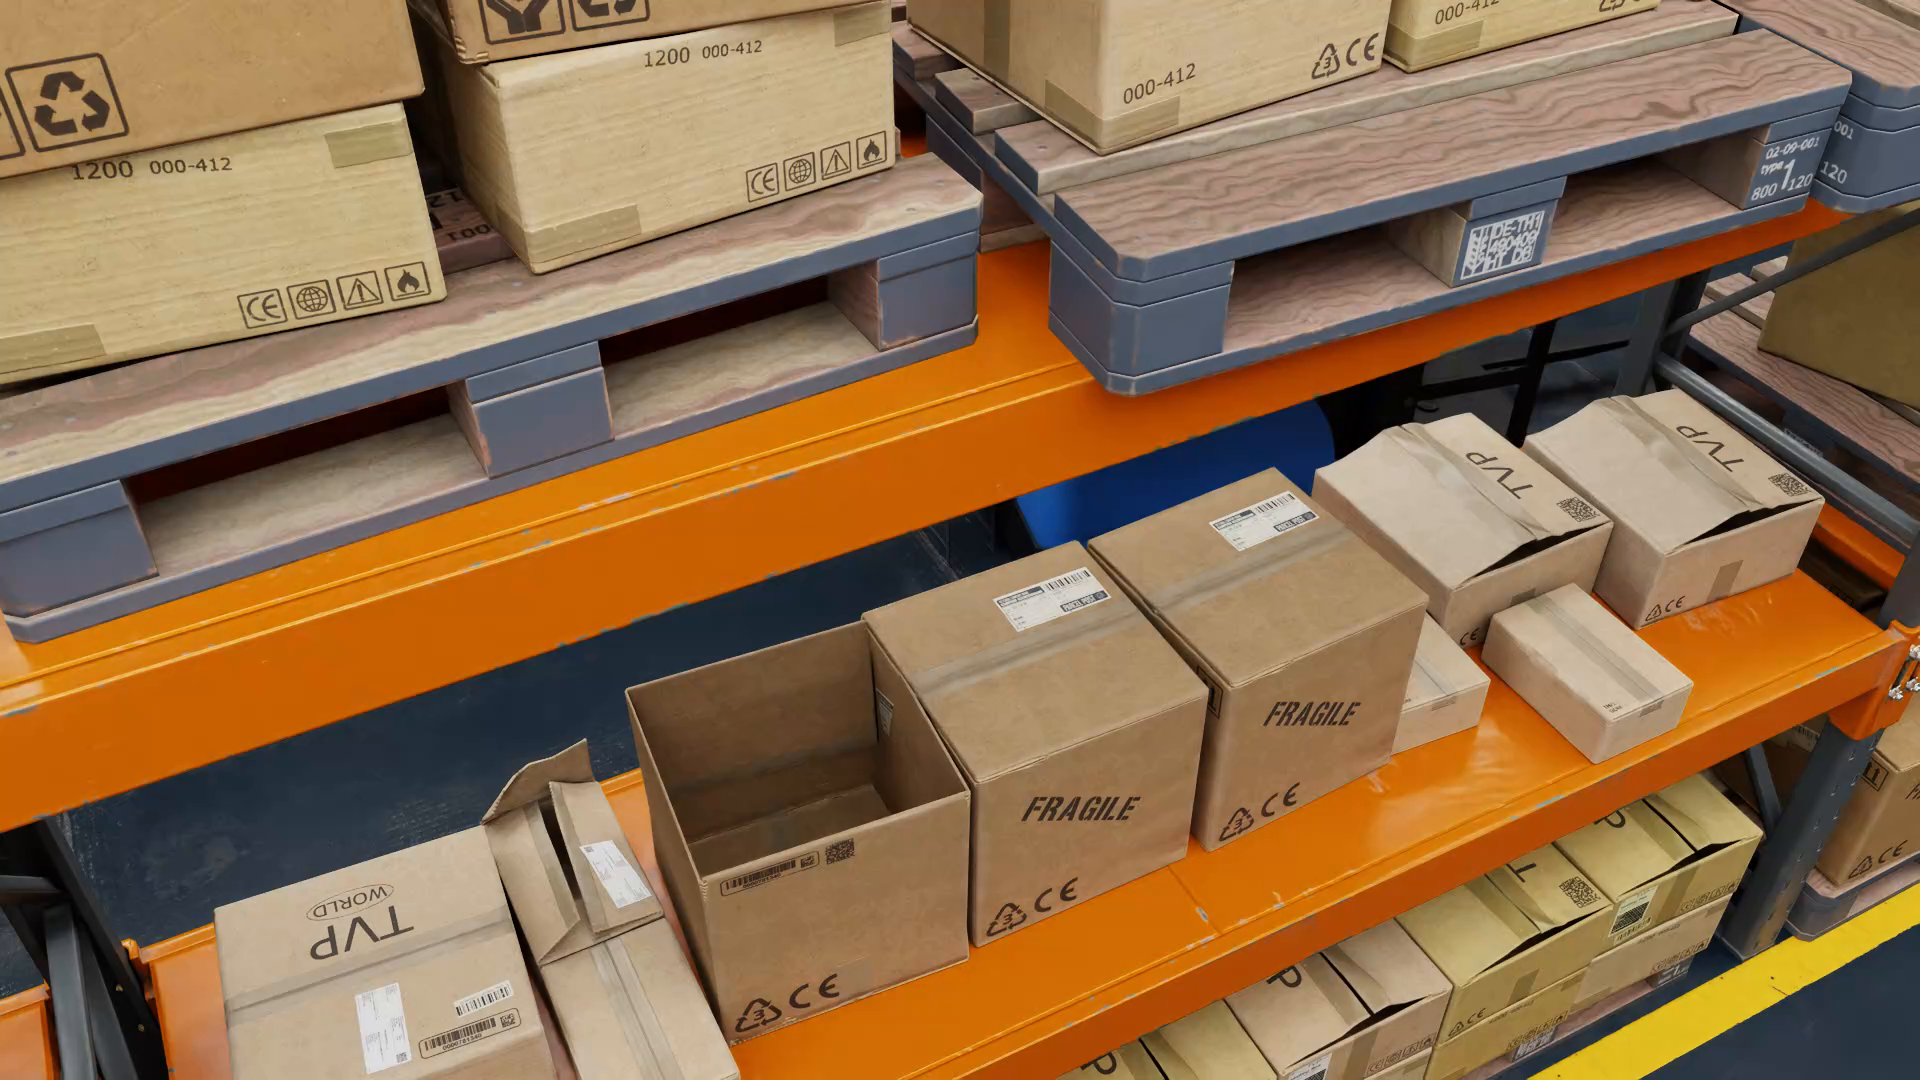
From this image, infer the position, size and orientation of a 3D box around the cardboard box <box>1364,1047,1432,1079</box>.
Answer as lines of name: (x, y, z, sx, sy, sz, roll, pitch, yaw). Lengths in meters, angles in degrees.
cardboard box: (0.828, 1.263, 4.239, 0.500, 0.250, 0.500, -18, 43, -20)

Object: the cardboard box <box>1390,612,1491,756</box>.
cardboard box: (0.980, 0.282, 3.790, 0.250, 0.149, 0.380, -15, 43, -18)

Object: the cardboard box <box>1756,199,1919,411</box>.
cardboard box: (2.591, -0.678, 4.327, 0.700, 0.500, 0.500, 31, 49, 31)

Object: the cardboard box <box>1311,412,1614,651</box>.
cardboard box: (1.202, -0.037, 4.041, 0.500, 0.311, 0.500, -19, 44, -21)

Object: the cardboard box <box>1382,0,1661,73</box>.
cardboard box: (0.739, -0.976, 2.551, 0.500, 0.250, 0.500, -19, 44, -21)

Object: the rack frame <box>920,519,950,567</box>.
rack frame: (-0.094, -0.426, 5.825, 0.006, 1.200, 0.240, -19, 44, -21)

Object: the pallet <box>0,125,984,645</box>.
pallet: (-0.687, -0.376, 2.199, 1.217, 0.209, 0.805, -20, 44, -22)

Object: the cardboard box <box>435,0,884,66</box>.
cardboard box: (-0.403, -0.912, 1.895, 0.500, 0.500, 0.500, -15, 42, -17)

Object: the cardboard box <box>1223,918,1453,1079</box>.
cardboard box: (0.827, 1.053, 4.053, 0.500, 0.311, 0.500, -19, 44, -21)

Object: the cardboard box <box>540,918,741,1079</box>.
cardboard box: (-0.583, 0.915, 3.041, 0.250, 0.149, 0.380, -19, 44, -21)

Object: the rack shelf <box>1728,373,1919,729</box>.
rack shelf: (3.859, -0.549, 5.134, 4.000, 0.370, 1.077, -19, 44, -21)

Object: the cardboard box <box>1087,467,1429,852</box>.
cardboard box: (0.604, 0.245, 3.562, 0.500, 0.500, 0.500, -21, 45, -23)

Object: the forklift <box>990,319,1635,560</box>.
forklift: (1.602, -1.390, 5.623, 3.031, 2.935, 1.130, -10, 41, -12)

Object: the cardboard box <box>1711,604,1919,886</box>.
cardboard box: (2.621, 0.587, 4.829, 0.500, 0.500, 0.500, -17, 43, -19)

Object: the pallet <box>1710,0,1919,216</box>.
pallet: (1.524, -1.046, 2.989, 1.003, 0.211, 1.213, -17, 43, -19)

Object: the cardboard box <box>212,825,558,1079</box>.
cardboard box: (-1.046, 0.852, 3.038, 0.500, 0.250, 0.500, -16, 43, -18)

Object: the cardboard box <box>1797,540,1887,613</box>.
cardboard box: (2.806, 0.145, 5.351, 0.500, 0.500, 0.500, -17, 43, -19)

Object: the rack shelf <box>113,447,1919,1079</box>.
rack shelf: (0.311, 0.644, 3.724, 4.000, 0.370, 1.077, -19, 44, -21)

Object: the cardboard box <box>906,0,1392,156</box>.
cardboard box: (0.261, -0.817, 2.363, 0.500, 0.250, 0.500, -22, 45, -24)

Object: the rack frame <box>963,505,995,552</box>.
rack frame: (0.068, -0.481, 5.890, 0.006, 1.200, 0.240, -19, 44, -21)

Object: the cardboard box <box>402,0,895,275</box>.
cardboard box: (-0.426, -0.625, 2.136, 0.500, 0.250, 0.500, -23, 45, -25)

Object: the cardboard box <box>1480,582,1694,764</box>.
cardboard box: (1.415, 0.296, 3.774, 0.250, 0.149, 0.380, -19, 44, -21)

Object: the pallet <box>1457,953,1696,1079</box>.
pallet: (1.337, 1.061, 4.834, 1.213, 0.211, 1.003, -19, 44, -21)

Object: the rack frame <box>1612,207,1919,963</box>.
rack frame: (2.085, -0.227, 4.197, 0.127, 3.000, 1.000, -19, 44, -21)

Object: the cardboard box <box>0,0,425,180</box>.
cardboard box: (-0.898, -0.729, 1.678, 0.500, 0.500, 0.500, -18, 43, -20)

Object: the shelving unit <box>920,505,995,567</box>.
shelving unit: (-0.013, -0.454, 5.857, 0.189, 1.200, 0.258, -19, 44, -21)

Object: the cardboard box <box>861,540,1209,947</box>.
cardboard box: (0.137, 0.402, 3.376, 0.500, 0.500, 0.500, -19, 44, -21)

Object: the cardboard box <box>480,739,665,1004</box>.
cardboard box: (-0.768, 0.650, 3.264, 0.258, 0.266, 0.396, -20, 44, -22)

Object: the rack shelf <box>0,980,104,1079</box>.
rack shelf: (-3.237, 1.838, 2.314, 4.000, 0.370, 1.077, -19, 44, -21)

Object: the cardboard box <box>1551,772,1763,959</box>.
cardboard box: (1.734, 0.746, 4.417, 0.500, 0.311, 0.500, -17, 43, -20)

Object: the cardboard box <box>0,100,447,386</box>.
cardboard box: (-0.912, -0.460, 1.941, 0.500, 0.250, 0.500, -14, 42, -16)

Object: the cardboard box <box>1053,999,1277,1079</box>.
cardboard box: (0.382, 1.202, 3.878, 0.500, 0.311, 0.500, -17, 43, -19)

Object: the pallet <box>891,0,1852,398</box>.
pallet: (0.534, -0.711, 2.592, 1.213, 0.211, 1.003, -17, 43, -19)

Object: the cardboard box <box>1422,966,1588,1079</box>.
cardboard box: (1.275, 1.115, 4.415, 0.500, 0.250, 0.500, -19, 44, -21)

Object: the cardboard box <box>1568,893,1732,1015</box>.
cardboard box: (1.731, 0.959, 4.599, 0.500, 0.250, 0.500, -18, 43, -20)

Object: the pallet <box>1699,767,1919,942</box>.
pallet: (2.764, 0.636, 5.335, 1.213, 0.211, 1.003, -19, 44, -21)

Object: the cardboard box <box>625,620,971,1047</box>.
cardboard box: (-0.307, 0.551, 3.199, 0.500, 0.500, 0.500, -16, 43, -18)

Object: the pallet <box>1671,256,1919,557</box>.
pallet: (2.654, -0.396, 4.545, 1.003, 0.211, 1.213, -19, 44, -21)

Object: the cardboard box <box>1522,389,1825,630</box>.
cardboard box: (1.742, -0.110, 4.127, 0.500, 0.311, 0.500, -16, 43, -18)

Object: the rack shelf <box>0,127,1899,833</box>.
rack shelf: (0.311, -0.500, 2.755, 4.000, 0.370, 1.077, -19, 44, -21)

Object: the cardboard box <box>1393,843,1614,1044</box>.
cardboard box: (1.276, 0.904, 4.229, 0.500, 0.311, 0.500, -19, 44, -21)
